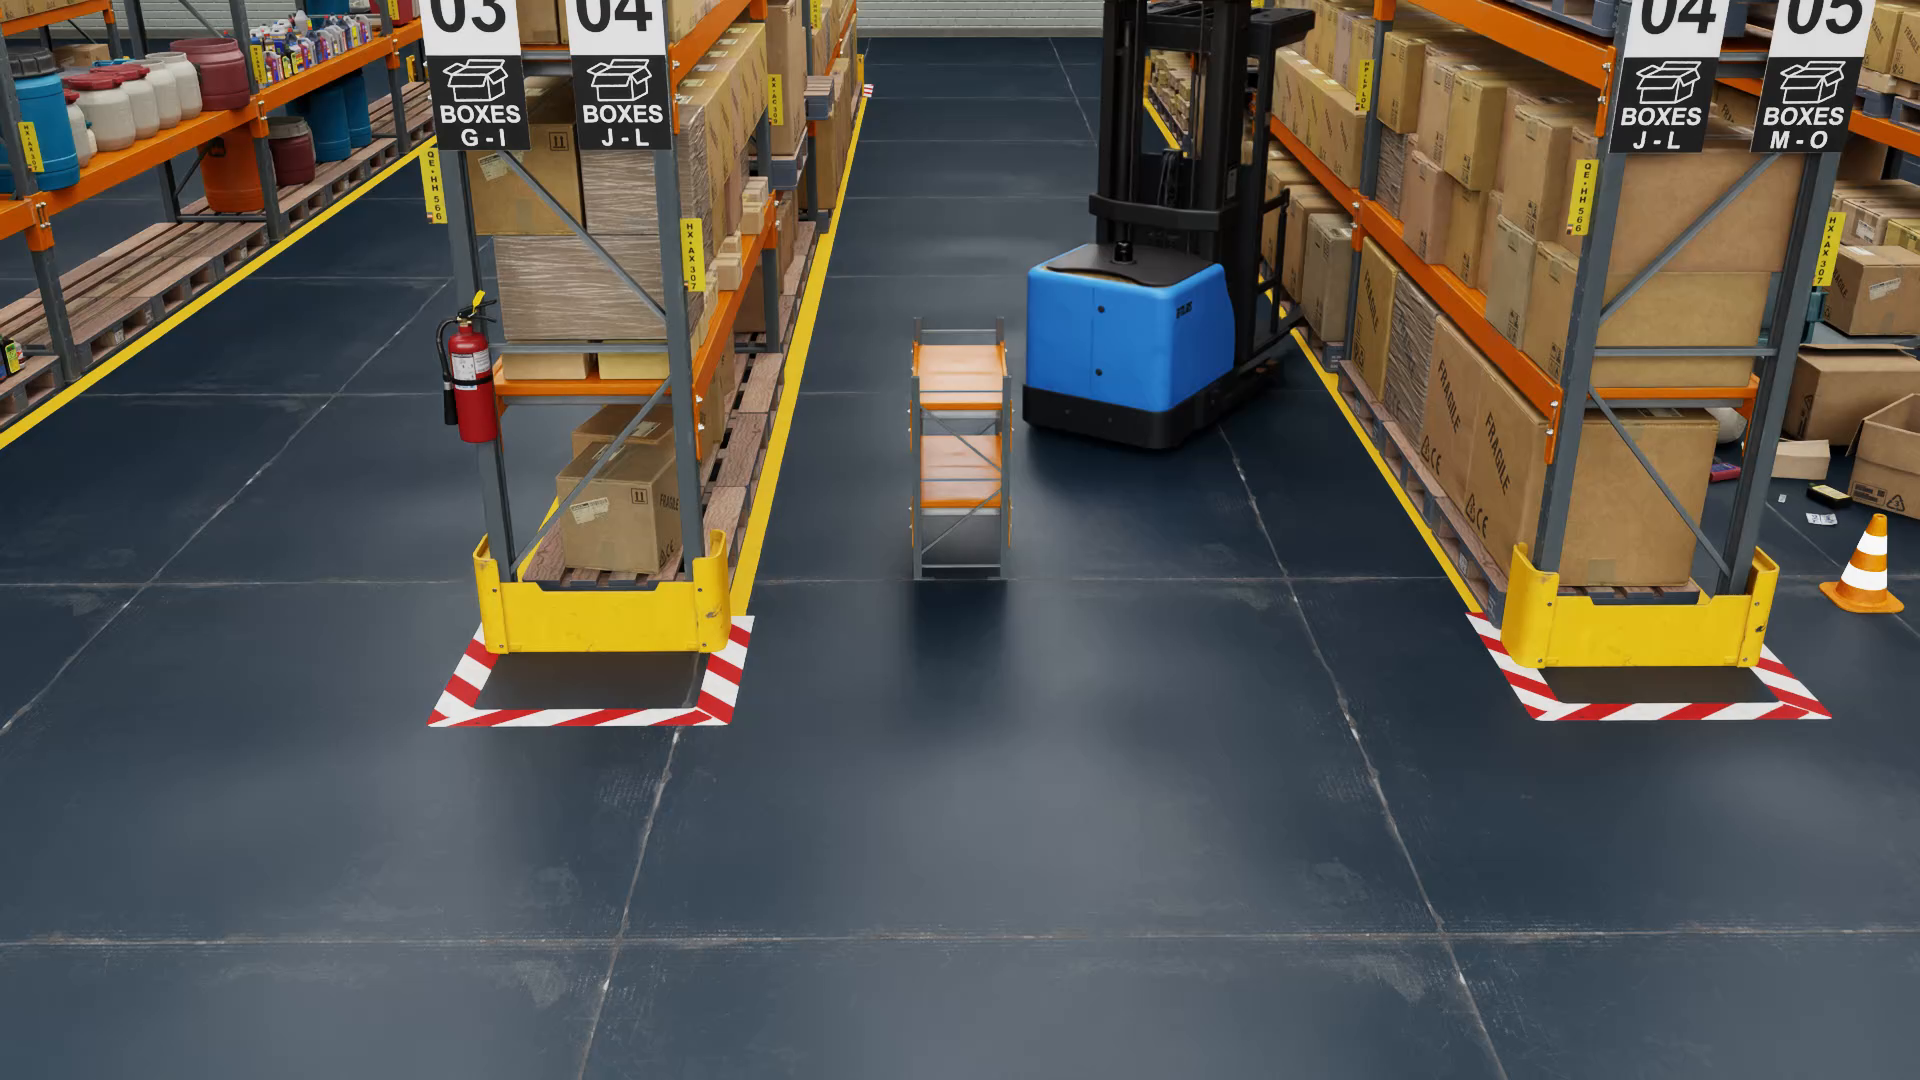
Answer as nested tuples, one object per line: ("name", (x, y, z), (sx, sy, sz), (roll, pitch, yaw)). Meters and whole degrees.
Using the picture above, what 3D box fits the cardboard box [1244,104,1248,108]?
("cardboard box", (2.873, -4.230, 16.576), (0.500, 0.250, 0.500), (0, 24, 1))

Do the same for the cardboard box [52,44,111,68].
("cardboard box", (-11.552, -6.249, 21.926), (0.500, 0.500, 0.500), (0, 24, -1))

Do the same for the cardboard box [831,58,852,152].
("cardboard box", (-1.828, -4.765, 18.213), (1.225, 0.875, 0.875), (0, 24, 0))

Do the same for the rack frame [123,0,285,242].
("rack frame", (-6.764, -4.134, 14.751), (1.000, 3.000, 0.127), (0, 24, -1))

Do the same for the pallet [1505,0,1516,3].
("pallet", (3.202, -2.977, 8.659), (1.003, 0.211, 1.213), (0, 24, -1))

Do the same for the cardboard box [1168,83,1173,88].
("cardboard box", (2.841, -5.816, 21.059), (0.380, 0.149, 0.250), (-1, 24, -3))

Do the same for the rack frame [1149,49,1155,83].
("rack frame", (3.062, -7.434, 22.047), (1.000, 3.000, 0.127), (0, 24, -1))

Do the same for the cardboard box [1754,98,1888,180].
("cardboard box", (8.173, -3.710, 15.881), (0.875, 0.875, 0.875), (0, 24, -1))

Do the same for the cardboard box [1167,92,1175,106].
("cardboard box", (2.778, -5.472, 20.658), (0.380, 0.149, 0.250), (0, 24, -1))

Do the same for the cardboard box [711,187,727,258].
("cardboard box", (-1.784, -1.886, 9.297), (0.875, 0.500, 0.500), (0, 24, -1))

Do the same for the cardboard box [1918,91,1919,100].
("cardboard box", (7.947, -3.585, 13.332), (0.380, 0.149, 0.250), (1, 24, 2))

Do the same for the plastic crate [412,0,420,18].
("plastic crate", (-6.640, -6.386, 19.801), (0.437, 0.282, 0.530), (0, 24, -1))

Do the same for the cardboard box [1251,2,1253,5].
("cardboard box", (2.675, -5.007, 15.753), (0.380, 0.149, 0.250), (0, 24, 1))

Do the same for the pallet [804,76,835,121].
("pallet", (-1.697, -3.776, 14.192), (1.213, 0.211, 1.003), (0, 24, -1))

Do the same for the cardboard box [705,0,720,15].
("cardboard box", (-1.484, -2.775, 8.287), (0.500, 0.250, 0.500), (0, 24, -1))

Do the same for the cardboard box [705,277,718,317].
("cardboard box", (-1.479, -1.276, 8.737), (0.380, 0.149, 0.250), (0, 24, -1))

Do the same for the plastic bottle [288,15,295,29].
("plastic bottle", (-7.229, -5.522, 17.960), (0.061, 0.283, 0.133), (0, 24, -1))

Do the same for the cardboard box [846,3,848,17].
("cardboard box", (-1.540, -6.348, 19.951), (0.380, 0.149, 0.250), (0, 24, 0))

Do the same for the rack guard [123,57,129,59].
("rack guard", (-11.804, -6.240, 22.440), (1.175, 0.500, 0.348), (0, 24, -1))

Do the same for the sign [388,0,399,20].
("sign", (-6.258, -5.911, 18.343), (0.100, 0.325, 0.005), (0, 24, -1))

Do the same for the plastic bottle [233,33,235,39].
("plastic bottle", (-7.171, -4.945, 16.603), (0.144, 0.351, 0.185), (0, 24, -1))

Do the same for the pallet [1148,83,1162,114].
("pallet", (3.036, -5.797, 21.812), (1.003, 0.211, 1.213), (0, 24, -1))

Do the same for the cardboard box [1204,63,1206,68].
("cardboard box", (3.336, -6.063, 21.244), (0.380, 0.149, 0.250), (-1, 24, -3))

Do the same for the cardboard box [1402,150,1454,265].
("cardboard box", (3.126, -1.956, 9.753), (0.875, 0.550, 0.550), (0, 24, -1))

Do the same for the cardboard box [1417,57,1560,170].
("cardboard box", (3.153, -2.448, 9.530), (0.875, 0.550, 0.550), (0, 24, -1))

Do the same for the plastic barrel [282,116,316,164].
("plastic barrel", (-6.894, -4.091, 17.166), (0.421, 0.512, 0.421), (0, 24, 0))

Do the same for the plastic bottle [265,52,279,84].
("plastic bottle", (-6.404, -4.397, 15.473), (0.061, 0.283, 0.133), (0, 24, -1))

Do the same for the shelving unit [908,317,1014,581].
("shelving unit", (0.000, -0.515, 9.024), (0.538, 1.125, 1.048), (0, 24, -1))

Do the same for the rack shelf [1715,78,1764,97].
("rack shelf", (8.076, -4.698, 16.870), (1.077, 0.370, 4.000), (0, 24, -1))

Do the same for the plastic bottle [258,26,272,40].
("plastic bottle", (-7.174, -5.152, 17.152), (0.152, 0.276, 0.135), (0, 24, -1))

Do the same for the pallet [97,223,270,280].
("pallet", (-6.795, -2.545, 14.620), (1.003, 0.211, 1.213), (0, 24, -1))

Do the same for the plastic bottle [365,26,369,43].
("plastic bottle", (-6.452, -5.484, 17.976), (0.097, 0.201, 0.097), (0, 24, 0))

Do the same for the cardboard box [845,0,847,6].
("cardboard box", (-1.610, -6.485, 19.770), (0.500, 0.250, 0.500), (0, 24, 1))

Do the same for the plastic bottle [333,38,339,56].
("plastic bottle", (-6.441, -5.070, 17.061), (0.097, 0.201, 0.097), (0, 24, 0))

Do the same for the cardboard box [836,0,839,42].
("cardboard box", (-1.577, -5.659, 18.001), (0.500, 0.500, 0.500), (0, 24, 0))

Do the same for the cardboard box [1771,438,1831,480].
("cardboard box", (5.053, -0.543, 10.129), (0.396, 0.266, 0.258), (4, 25, 9))

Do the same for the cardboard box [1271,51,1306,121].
("cardboard box", (2.892, -3.787, 13.862), (0.500, 0.500, 0.500), (0, 24, -1))

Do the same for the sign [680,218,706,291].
("sign", (-1.182, -1.257, 7.339), (0.100, 0.325, 0.005), (0, 24, -1))

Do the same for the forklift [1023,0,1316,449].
("forklift", (1.620, -2.459, 11.131), (1.130, 2.935, 3.031), (15, 28, 29))

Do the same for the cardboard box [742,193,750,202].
("cardboard box", (-1.536, -2.100, 10.559), (0.380, 0.149, 0.250), (0, 24, -1))

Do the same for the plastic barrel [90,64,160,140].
("plastic barrel", (-6.524, -3.424, 13.016), (0.433, 0.535, 0.433), (0, 24, 0))

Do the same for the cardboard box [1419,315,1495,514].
("cardboard box", (3.151, -0.706, 9.239), (0.875, 0.875, 0.875), (-1, 24, -1))

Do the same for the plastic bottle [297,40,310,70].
("plastic bottle", (-6.413, -4.737, 16.226), (0.061, 0.283, 0.133), (0, 24, -1))

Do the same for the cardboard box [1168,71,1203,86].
("cardboard box", (2.754, -5.632, 20.290), (0.380, 0.149, 0.250), (-1, 24, -2))

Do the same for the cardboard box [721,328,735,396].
("cardboard box", (-1.790, -1.160, 10.698), (0.500, 0.500, 0.500), (8, 25, 16))

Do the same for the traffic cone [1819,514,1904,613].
("traffic cone", (4.651, 0.090, 8.490), (0.336, 0.463, 0.334), (0, 24, -1))

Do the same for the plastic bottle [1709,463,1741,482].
("plastic bottle", (4.636, -0.415, 10.093), (0.283, 0.061, 0.133), (-9, 26, -19))

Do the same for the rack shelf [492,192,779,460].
("rack shelf", (-1.746, -1.357, 9.482), (1.077, 0.370, 4.000), (0, 24, -1))

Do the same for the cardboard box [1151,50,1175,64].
("cardboard box", (2.728, -6.380, 21.944), (0.380, 0.149, 0.250), (-1, 24, -3))

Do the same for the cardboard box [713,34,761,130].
("cardboard box", (-1.481, -2.755, 10.006), (0.500, 0.500, 0.500), (0, 24, -1))

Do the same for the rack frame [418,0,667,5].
("rack frame", (-1.724, -3.594, 6.276), (1.000, 3.000, 0.127), (0, 24, -1))

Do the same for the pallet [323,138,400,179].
("pallet", (-6.841, -4.194, 18.267), (1.003, 0.211, 1.213), (0, 24, -1))

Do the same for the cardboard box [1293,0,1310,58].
("cardboard box", (3.151, -4.245, 13.661), (0.700, 0.500, 0.500), (-1, 24, -1))

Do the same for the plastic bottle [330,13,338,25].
("plastic bottle", (-6.615, -5.382, 17.570), (0.144, 0.351, 0.185), (0, 24, -1))

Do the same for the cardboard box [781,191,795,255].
("cardboard box", (-1.765, -2.714, 14.110), (0.700, 0.500, 0.500), (-2, 24, -5))

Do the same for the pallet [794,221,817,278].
("pallet", (-1.805, -2.564, 14.663), (1.003, 0.211, 1.213), (0, 24, -1))
